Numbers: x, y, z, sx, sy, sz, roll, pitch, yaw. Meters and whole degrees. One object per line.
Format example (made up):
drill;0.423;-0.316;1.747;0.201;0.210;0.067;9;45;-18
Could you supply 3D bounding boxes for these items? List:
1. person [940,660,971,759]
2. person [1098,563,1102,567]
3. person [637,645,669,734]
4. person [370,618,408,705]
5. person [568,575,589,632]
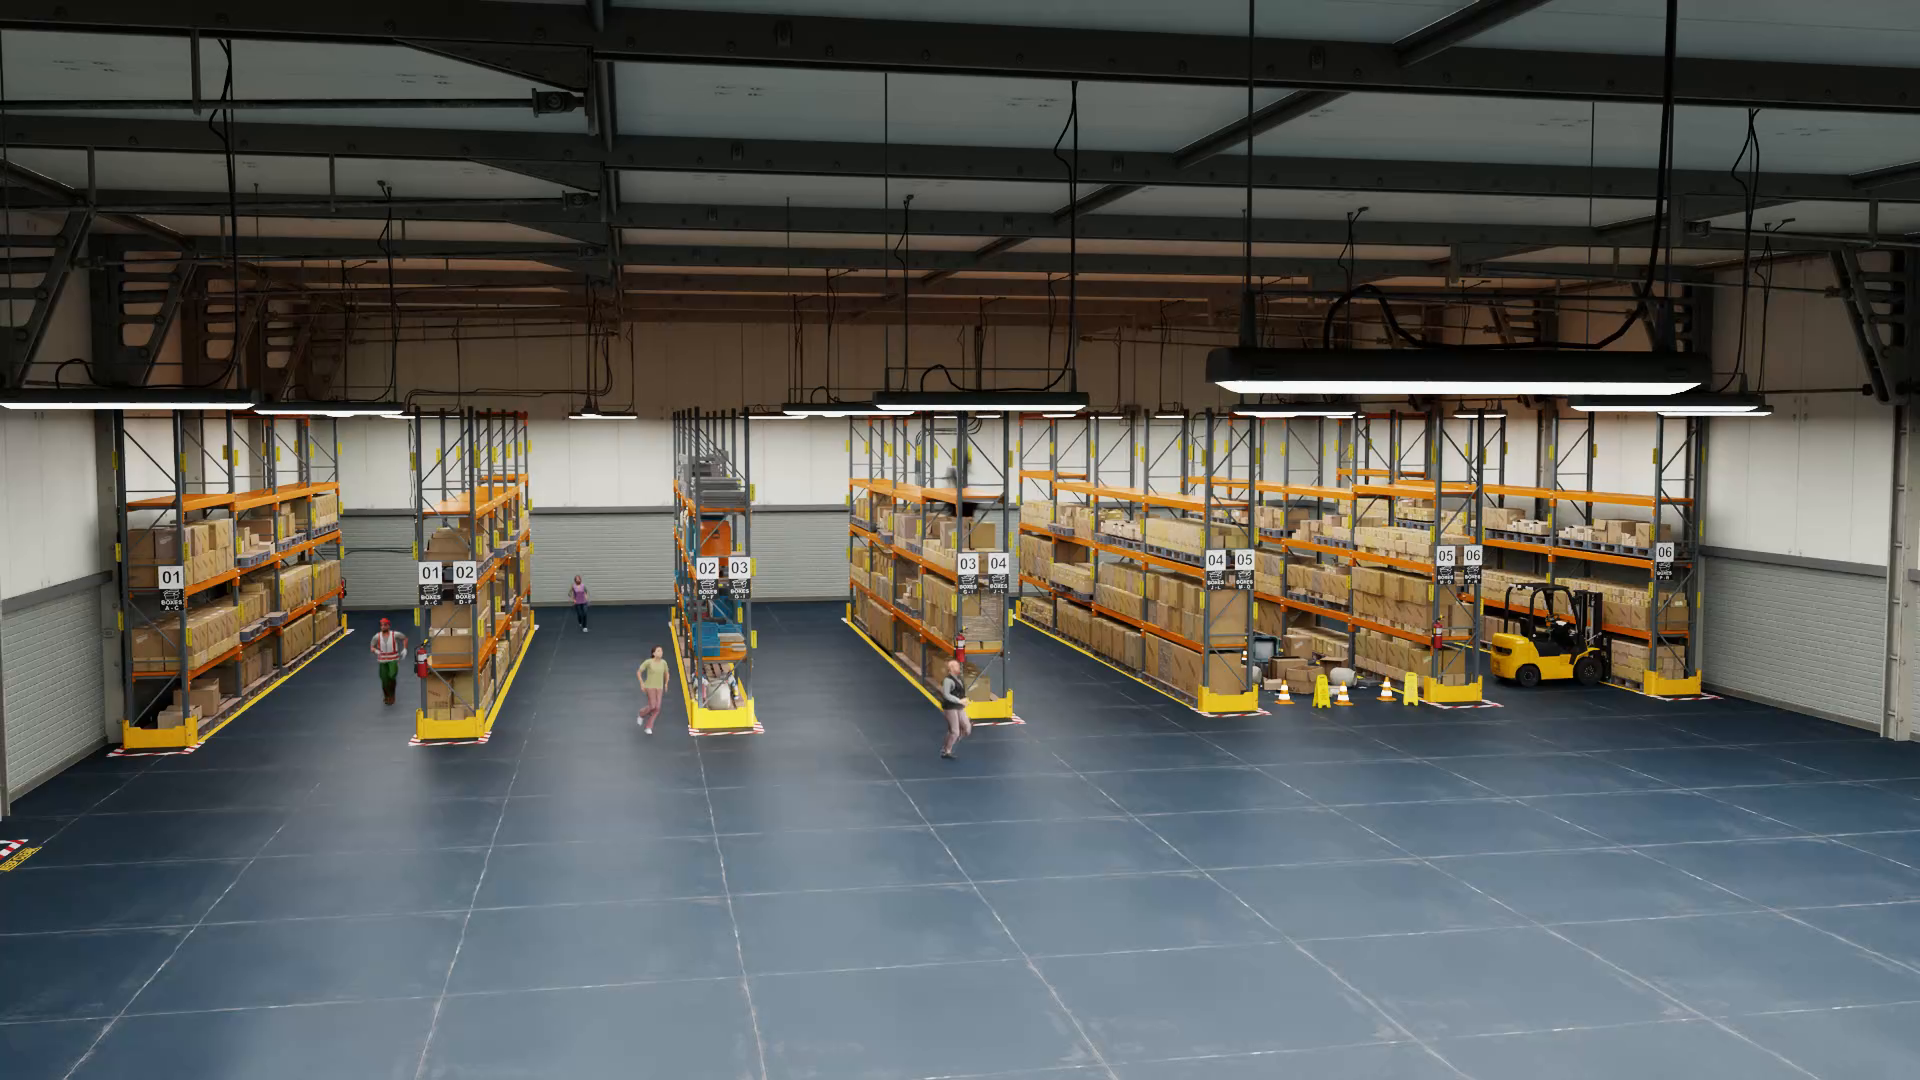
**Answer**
person;-0.048;2.964;28.177;0.584;1.485;0.699;2;4;24
person;4.008;1.515;47.045;0.710;1.736;0.647;-1;4;-11
person;-5.625;2.738;30.711;0.610;1.595;0.556;-3;5;-36
person;-11.496;2.442;33.459;0.675;1.748;0.852;-1;4;-8
person;-10.358;1.735;45.277;0.553;1.546;0.557;-2;4;-22
